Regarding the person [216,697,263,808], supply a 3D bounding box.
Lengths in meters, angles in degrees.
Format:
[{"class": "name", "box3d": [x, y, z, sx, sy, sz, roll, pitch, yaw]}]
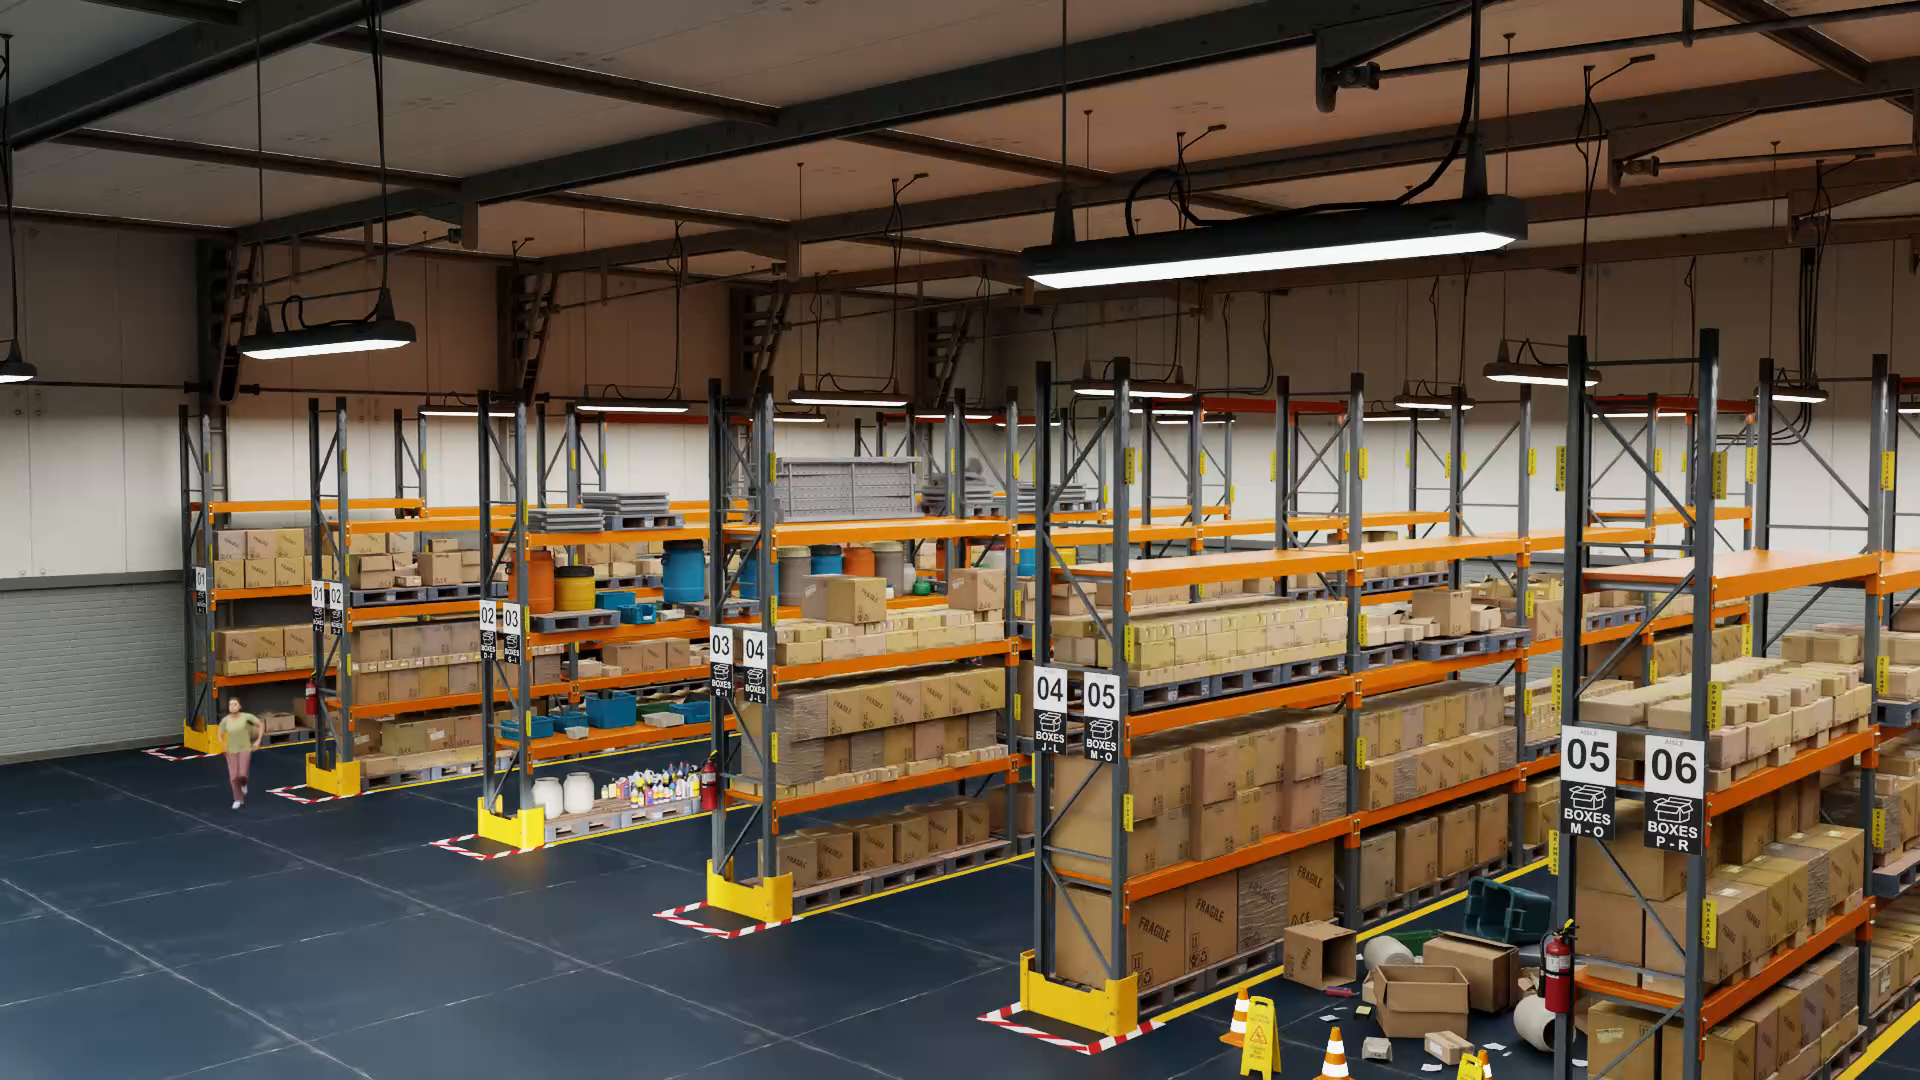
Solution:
[{"class": "person", "box3d": [-10.475, 3.087, 24.164, 0.608, 1.630, 0.605, -1, 3, -10]}]
